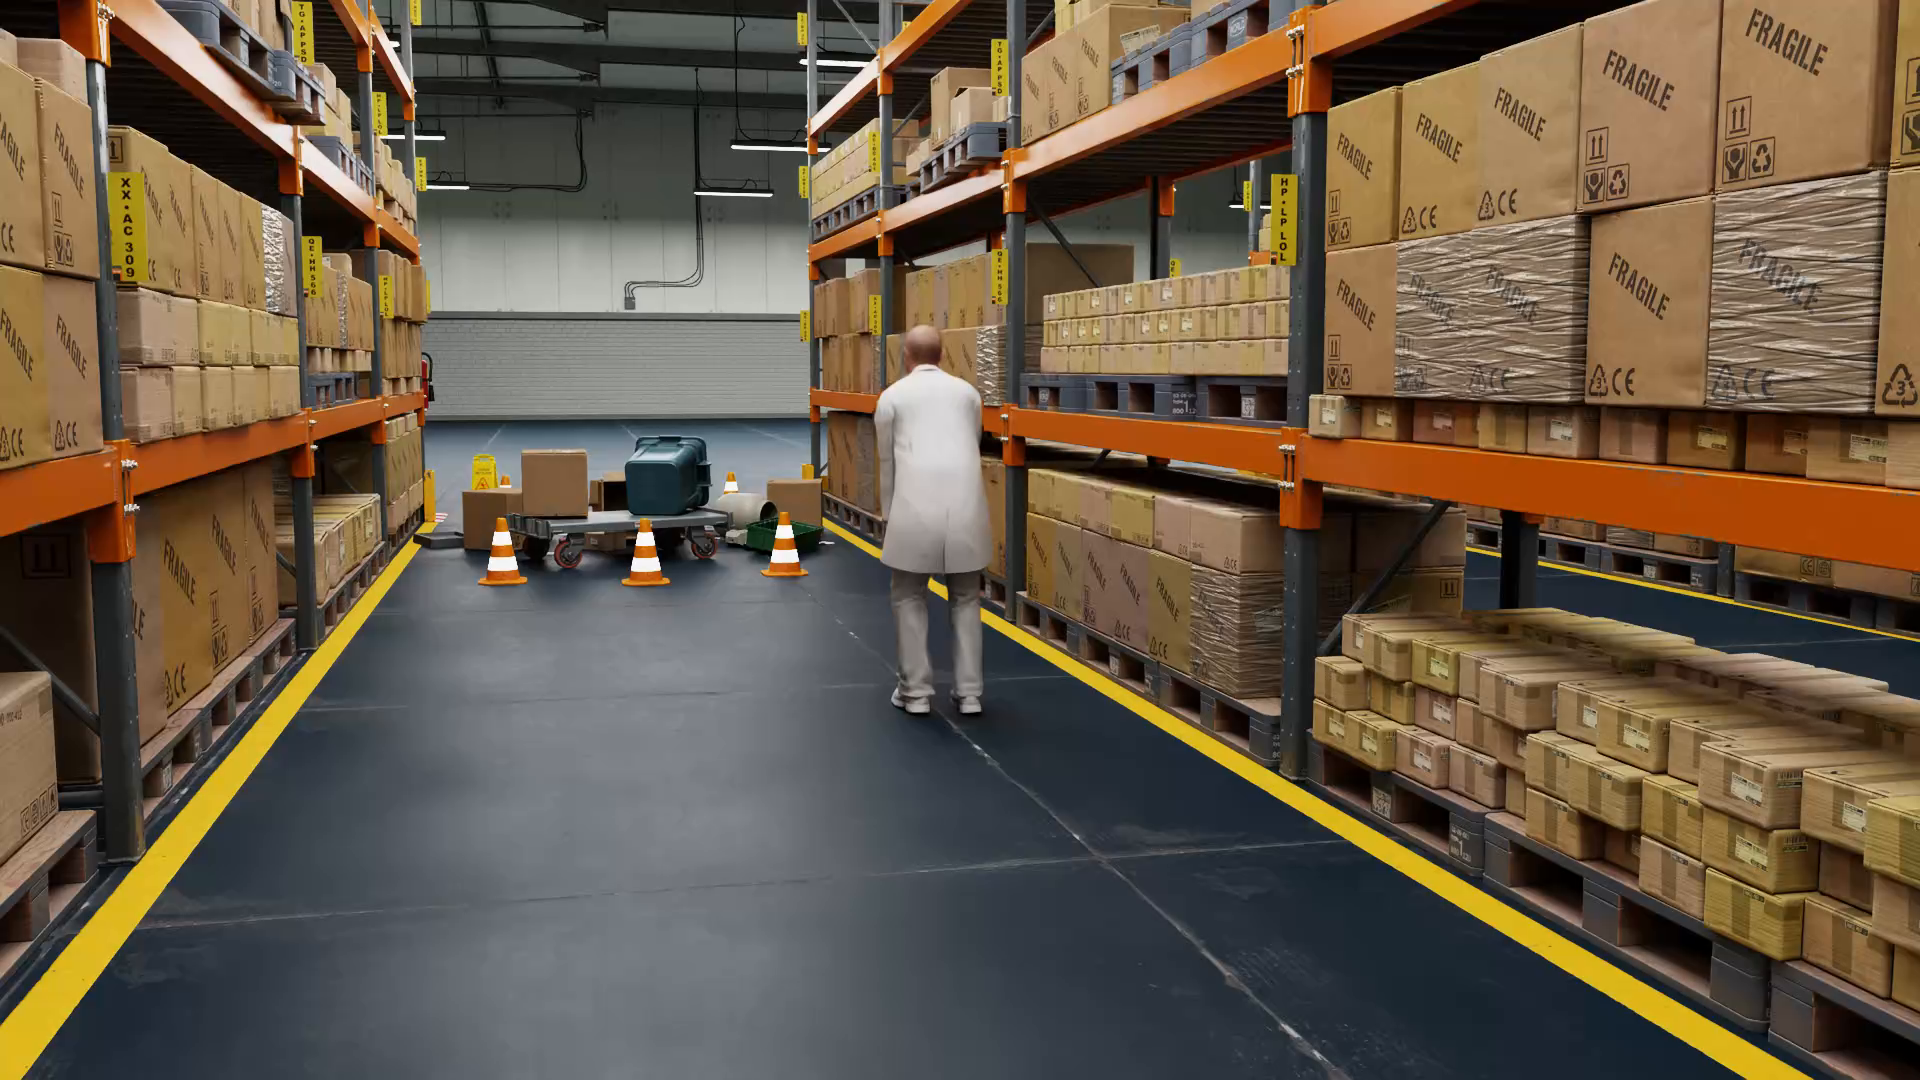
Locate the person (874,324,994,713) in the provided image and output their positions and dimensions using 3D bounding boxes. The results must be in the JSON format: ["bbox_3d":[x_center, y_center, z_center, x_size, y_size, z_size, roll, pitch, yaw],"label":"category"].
[{"bbox_3d":[-0.122,-0.101,7.544,0.529,1.744,0.598,-2,6,-14],"label":"person"}]
